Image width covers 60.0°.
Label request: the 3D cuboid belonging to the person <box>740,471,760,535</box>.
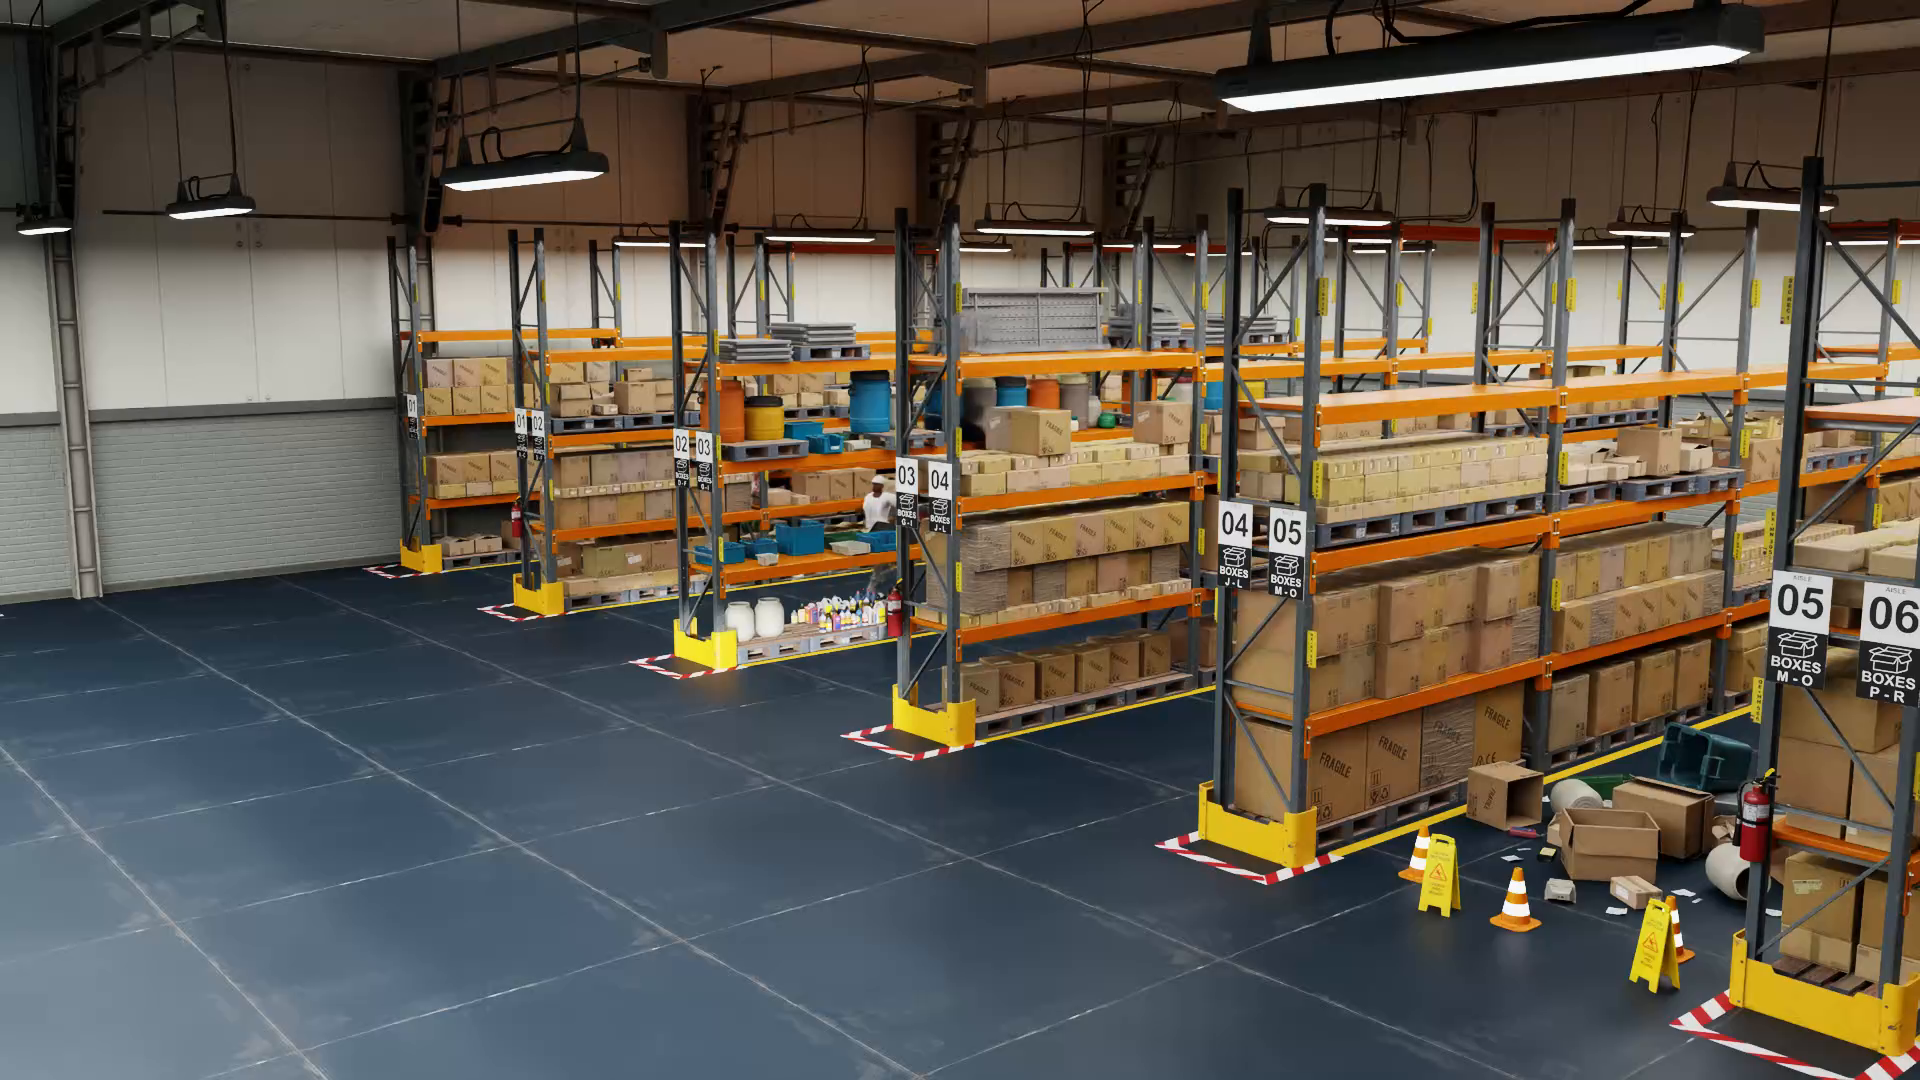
[{"bbox_3d":[-3.965,-0.595,31.770,0.654,1.739,0.739,6,11,35],"label":"person"}]

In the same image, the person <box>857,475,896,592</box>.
[{"bbox_3d":[-1.338,-0.124,26.883,0.677,1.854,0.712,8,12,43],"label":"person"}]
